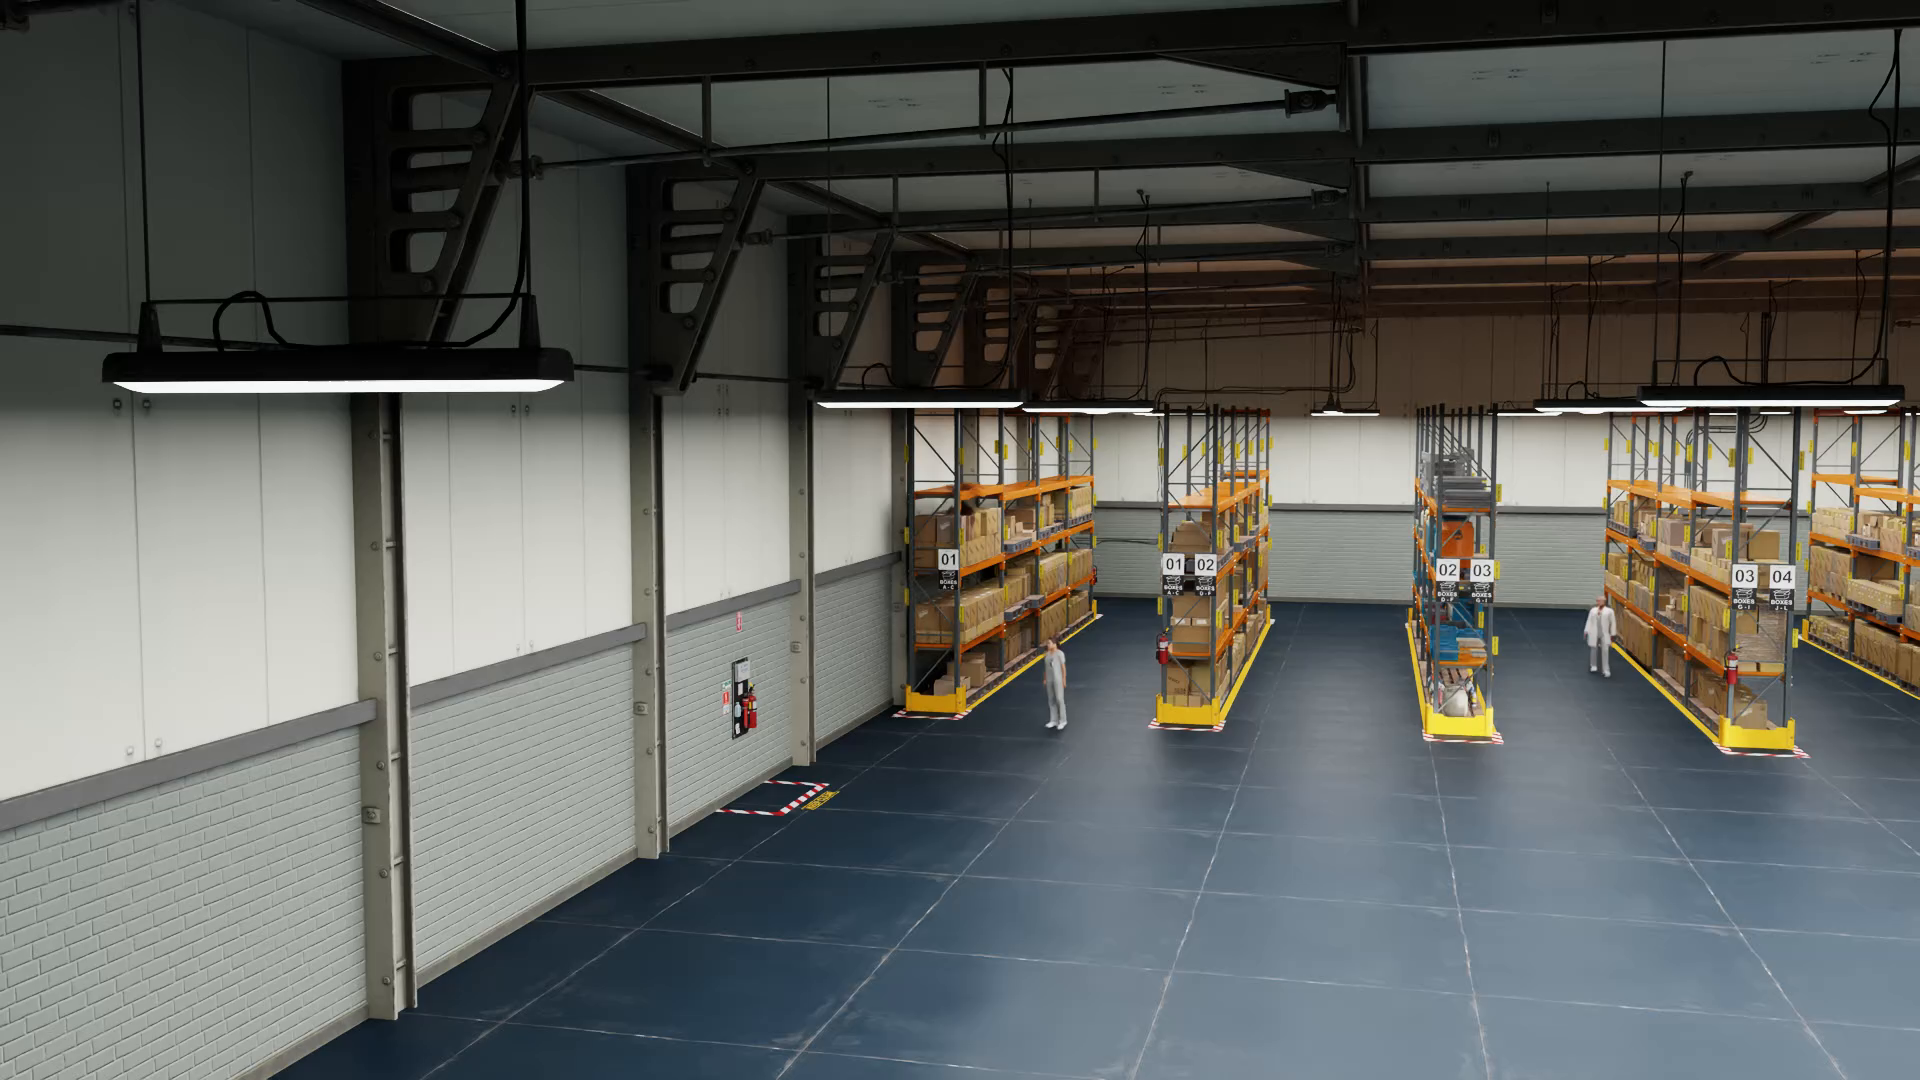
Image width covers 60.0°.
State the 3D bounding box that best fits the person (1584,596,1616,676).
[{"bbox_3d":[14.326,2.146,37.226,0.692,1.685,1.048,1,4,13],"label":"person"}]

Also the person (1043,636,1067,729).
[{"bbox_3d":[1.748,2.646,30.934,0.511,1.717,0.395,4,6,42],"label":"person"}]
